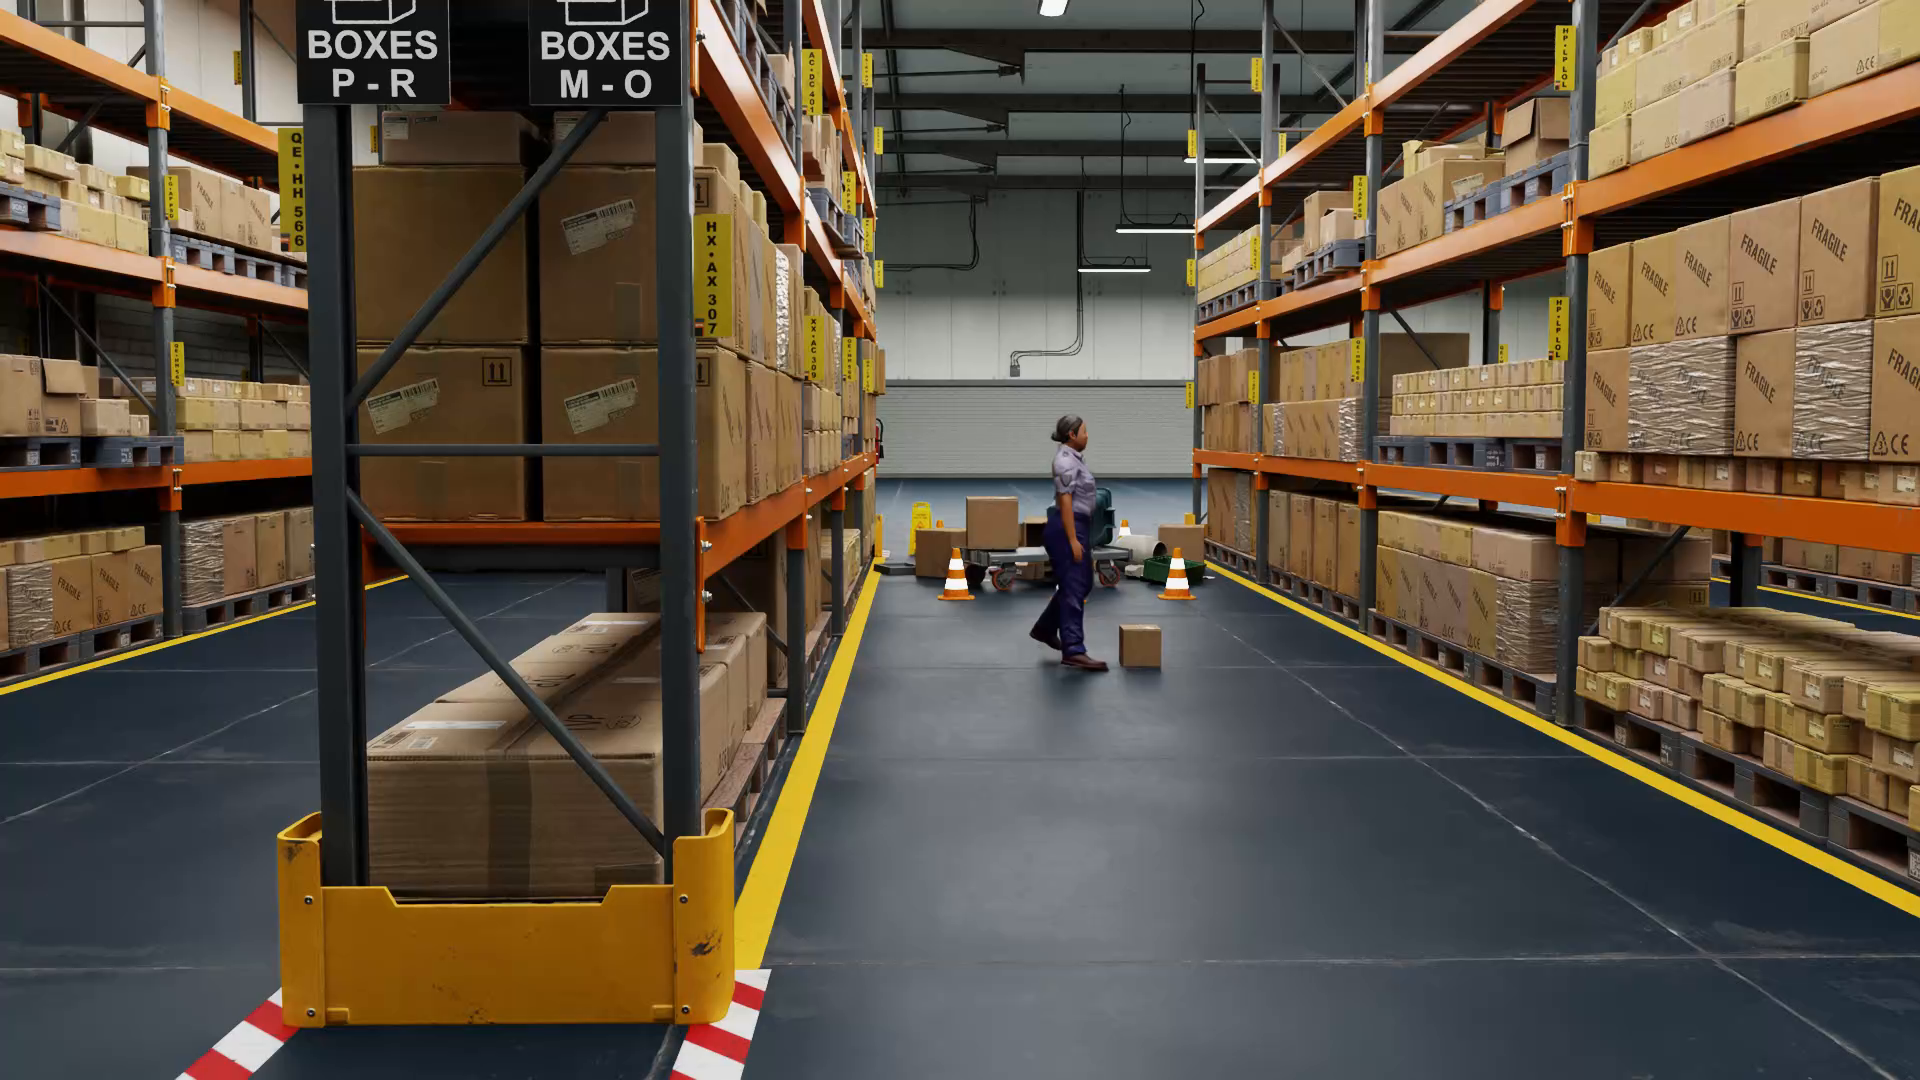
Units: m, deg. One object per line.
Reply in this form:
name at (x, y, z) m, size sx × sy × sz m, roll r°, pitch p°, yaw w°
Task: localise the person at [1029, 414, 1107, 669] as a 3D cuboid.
person at (0.722, -0.003, 11.045) m, size 0.523 × 1.658 × 0.657 m, roll 0°, pitch 4°, yaw 6°
